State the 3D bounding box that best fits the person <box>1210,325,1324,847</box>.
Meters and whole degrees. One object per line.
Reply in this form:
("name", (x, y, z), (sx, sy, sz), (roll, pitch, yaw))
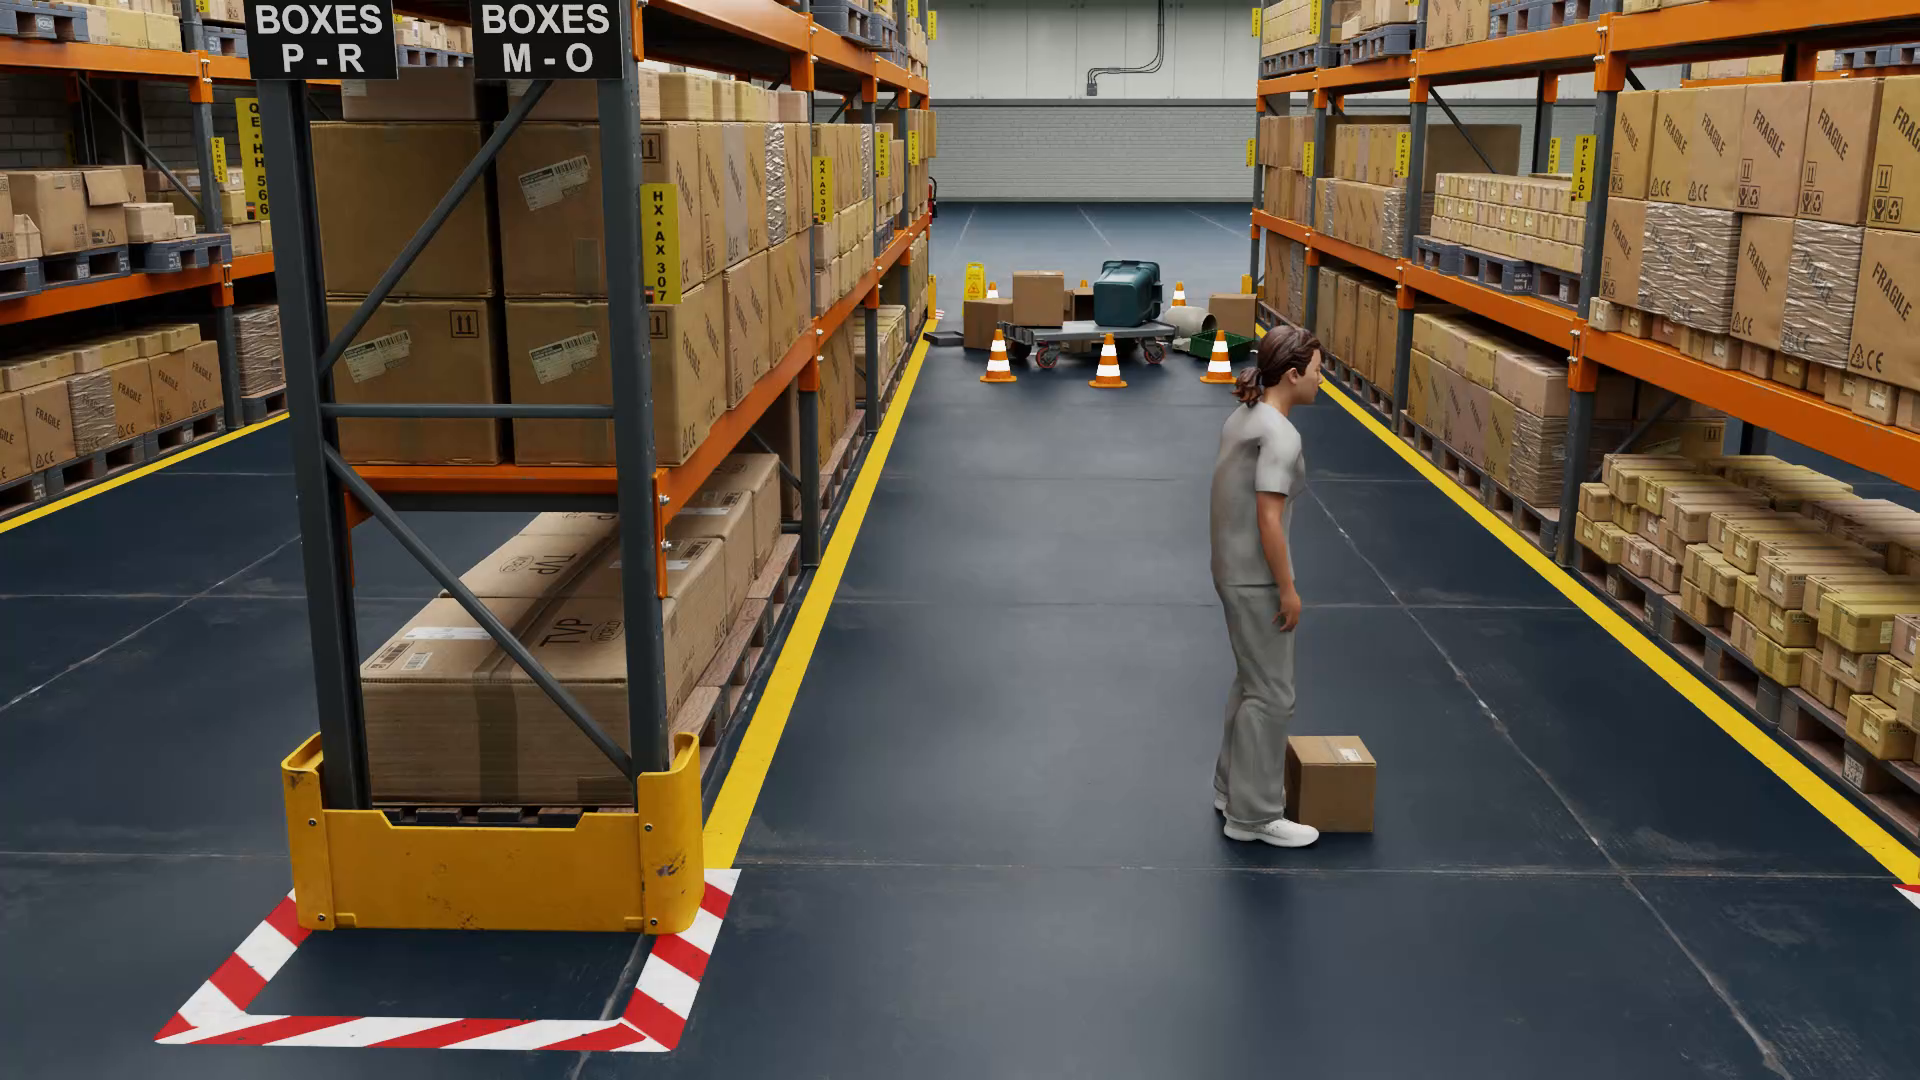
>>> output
("person", (1.005, 0.136, 5.458), (0.365, 1.672, 0.514), (0, 14, -2))
